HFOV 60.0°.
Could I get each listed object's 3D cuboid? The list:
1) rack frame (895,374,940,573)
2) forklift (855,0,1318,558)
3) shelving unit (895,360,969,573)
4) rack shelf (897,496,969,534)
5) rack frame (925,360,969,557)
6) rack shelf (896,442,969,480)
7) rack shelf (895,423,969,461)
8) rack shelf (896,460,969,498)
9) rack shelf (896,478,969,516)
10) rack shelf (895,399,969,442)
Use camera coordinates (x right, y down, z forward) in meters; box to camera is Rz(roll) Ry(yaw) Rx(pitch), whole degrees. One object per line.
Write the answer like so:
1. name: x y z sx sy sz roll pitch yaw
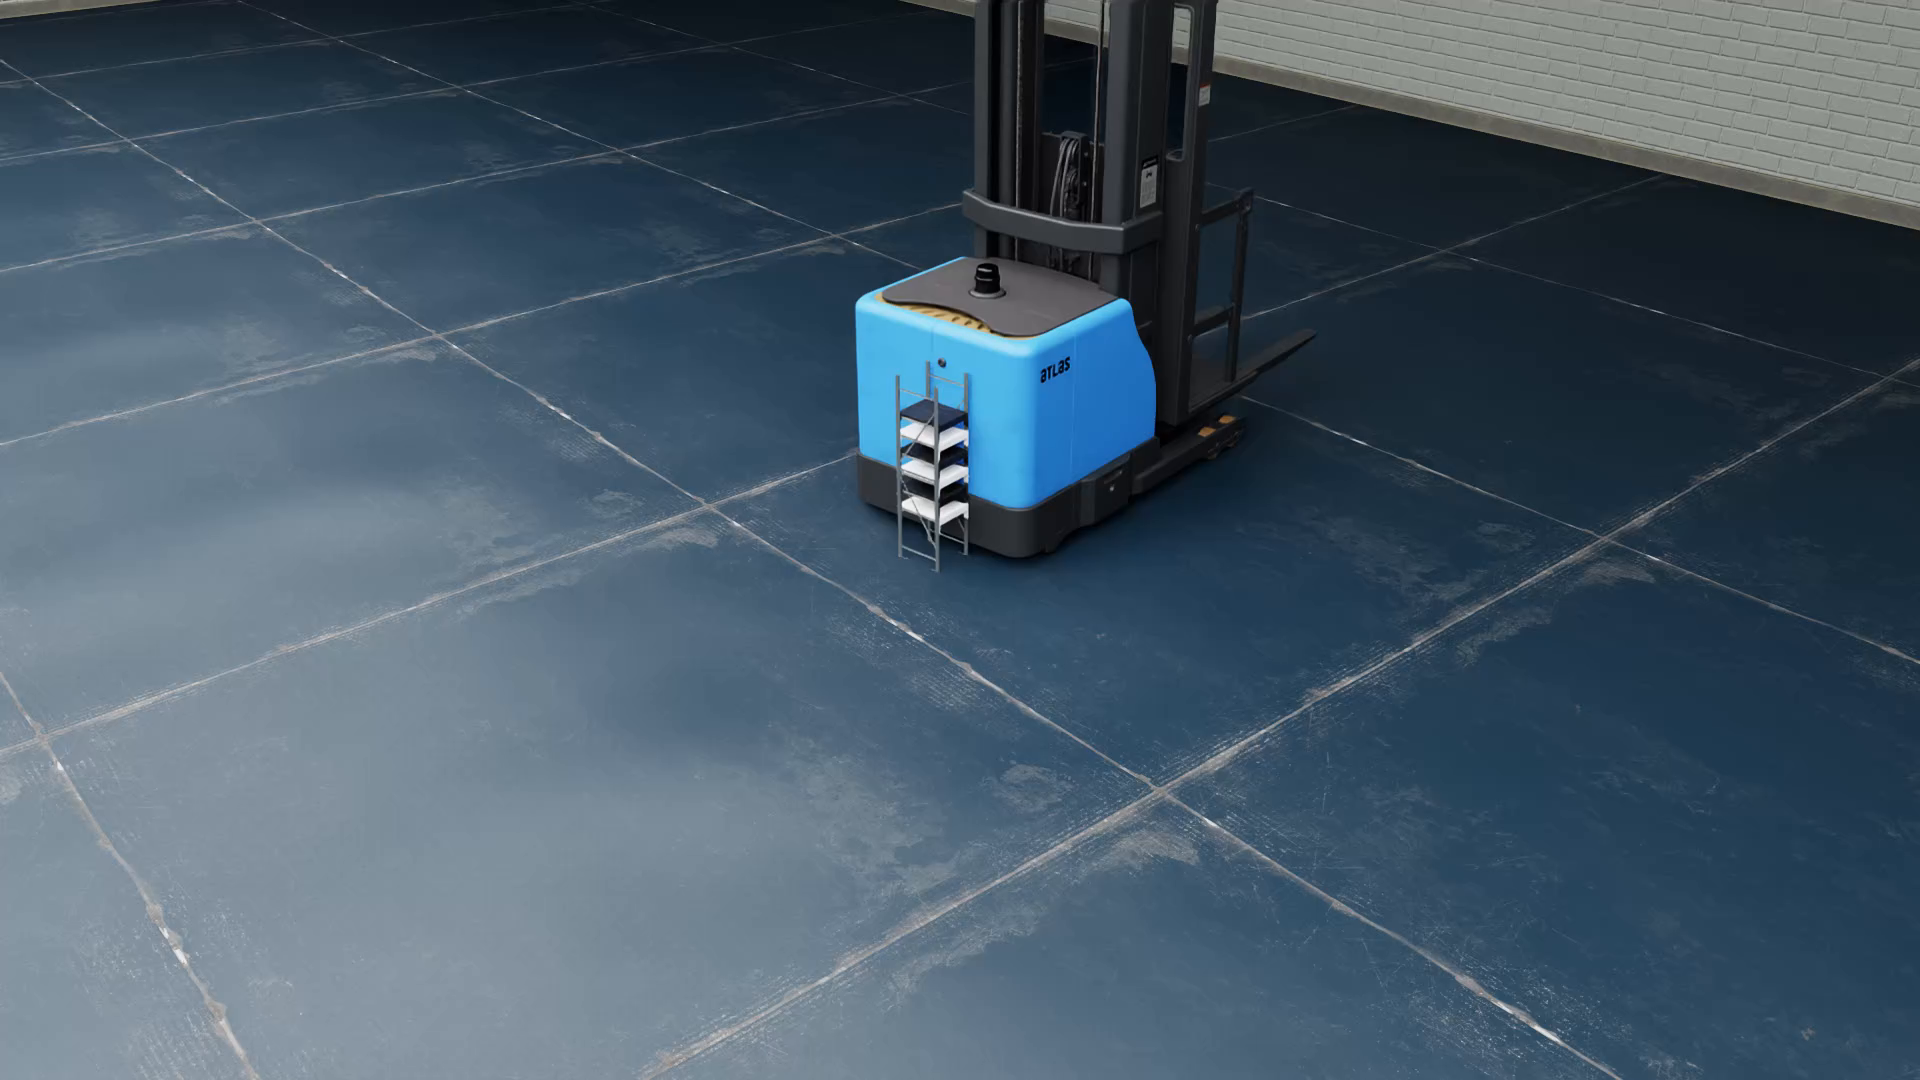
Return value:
1. rack frame: -0.186 -0.284 7.326 0.240 0.900 0.006 21 35 34
2. forklift: 0.830 -1.838 8.079 1.130 2.935 3.031 21 35 34
3. shelving unit: -0.122 -0.321 7.395 0.258 0.900 0.210 21 35 34
4. rack shelf: -0.122 -0.133 7.496 0.258 0.077 0.200 21 35 34
5. rack frame: -0.058 -0.358 7.465 0.240 0.900 0.006 21 35 34
6. rack shelf: -0.122 -0.371 7.369 0.258 0.077 0.200 21 35 34
7. rack shelf: -0.122 -0.450 7.326 0.258 0.077 0.200 21 35 34
8. rack shelf: -0.122 -0.291 7.411 0.258 0.077 0.200 21 35 34
9. rack shelf: -0.122 -0.212 7.453 0.258 0.077 0.200 21 35 34
10. rack shelf: -0.122 -0.529 7.284 0.258 0.077 0.200 21 35 34
